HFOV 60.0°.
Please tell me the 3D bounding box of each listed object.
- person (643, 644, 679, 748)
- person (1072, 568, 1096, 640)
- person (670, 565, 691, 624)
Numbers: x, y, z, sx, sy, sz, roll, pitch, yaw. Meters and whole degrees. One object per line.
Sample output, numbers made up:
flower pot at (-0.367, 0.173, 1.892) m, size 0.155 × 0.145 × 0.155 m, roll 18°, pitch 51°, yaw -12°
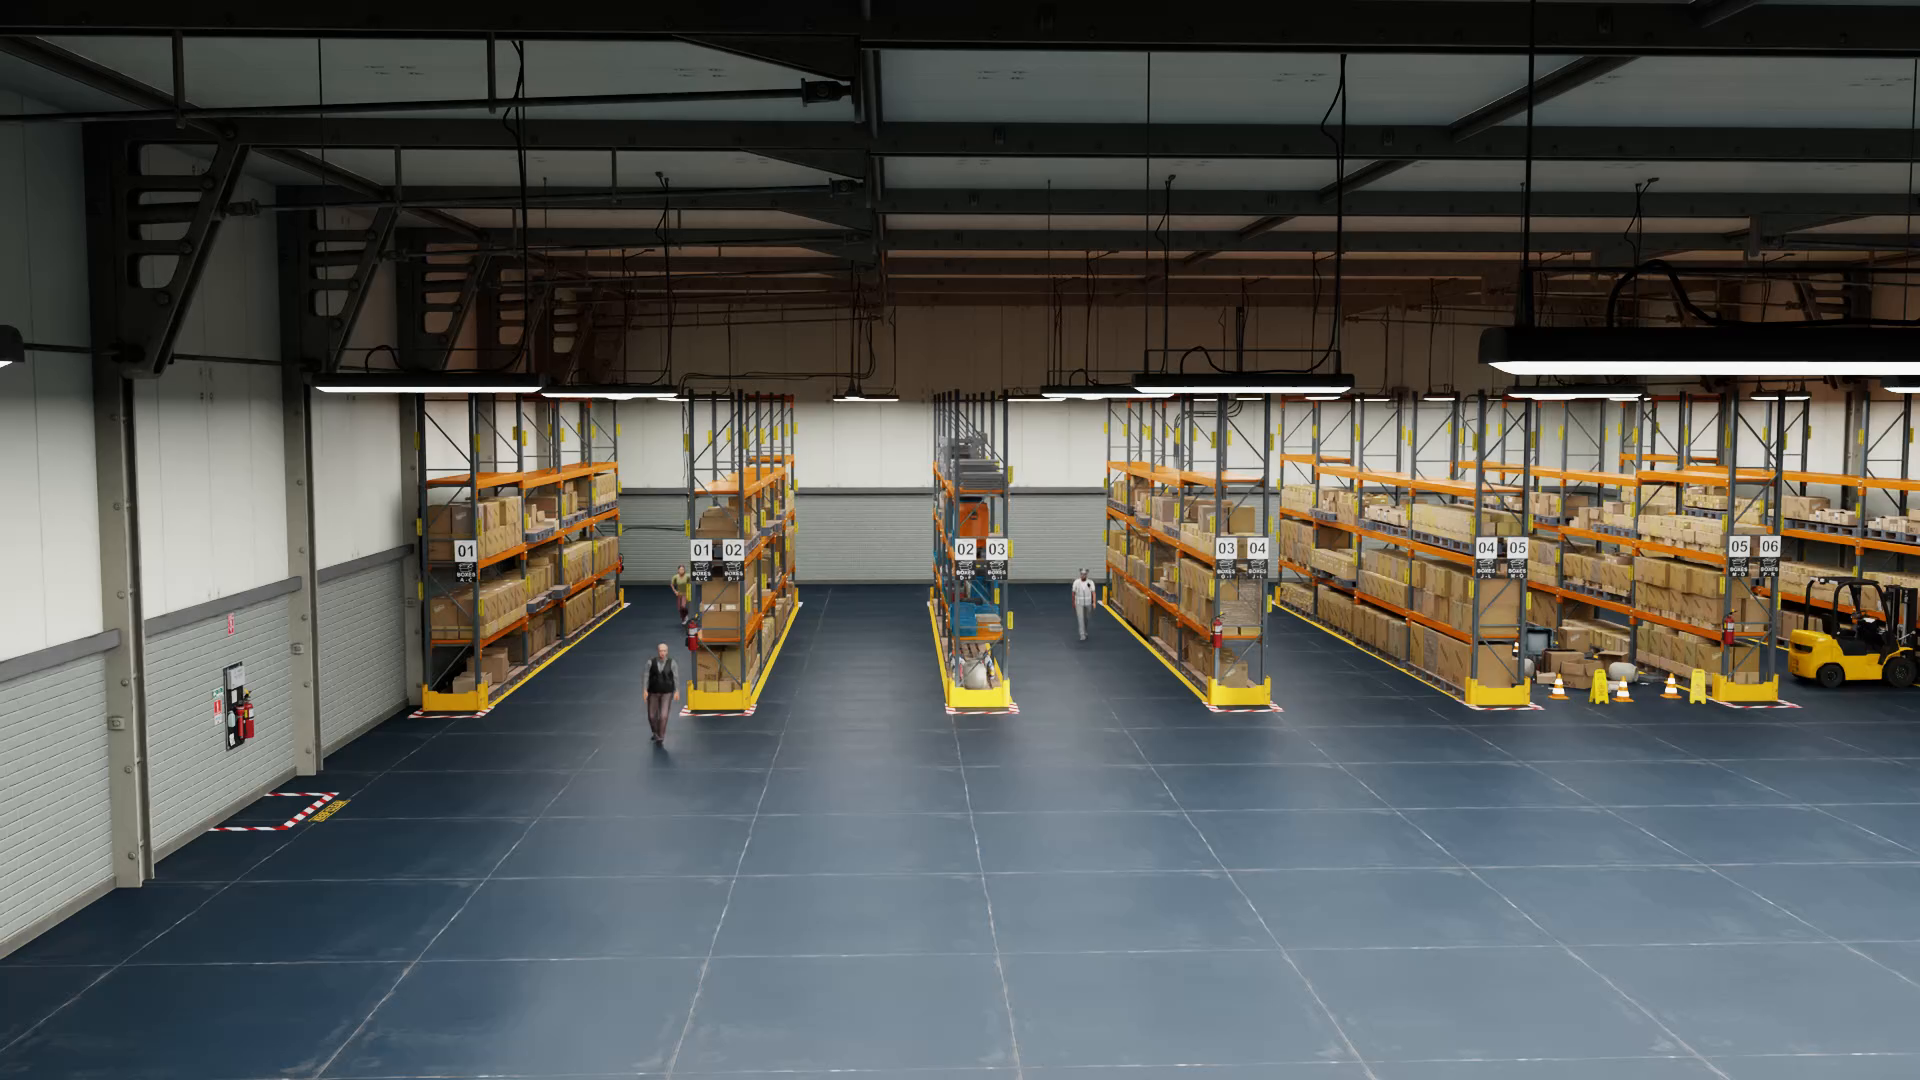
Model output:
person at (-5.035, 2.616, 28.004) m, size 0.607 × 1.742 × 0.658 m, roll -1°, pitch 5°, yaw -8°
person at (3.039, 1.536, 40.605) m, size 0.549 × 1.710 × 1.078 m, roll 0°, pitch 5°, yaw -6°
person at (-7.193, 1.419, 43.163) m, size 0.564 × 1.579 × 0.691 m, roll 1°, pitch 5°, yaw 6°
